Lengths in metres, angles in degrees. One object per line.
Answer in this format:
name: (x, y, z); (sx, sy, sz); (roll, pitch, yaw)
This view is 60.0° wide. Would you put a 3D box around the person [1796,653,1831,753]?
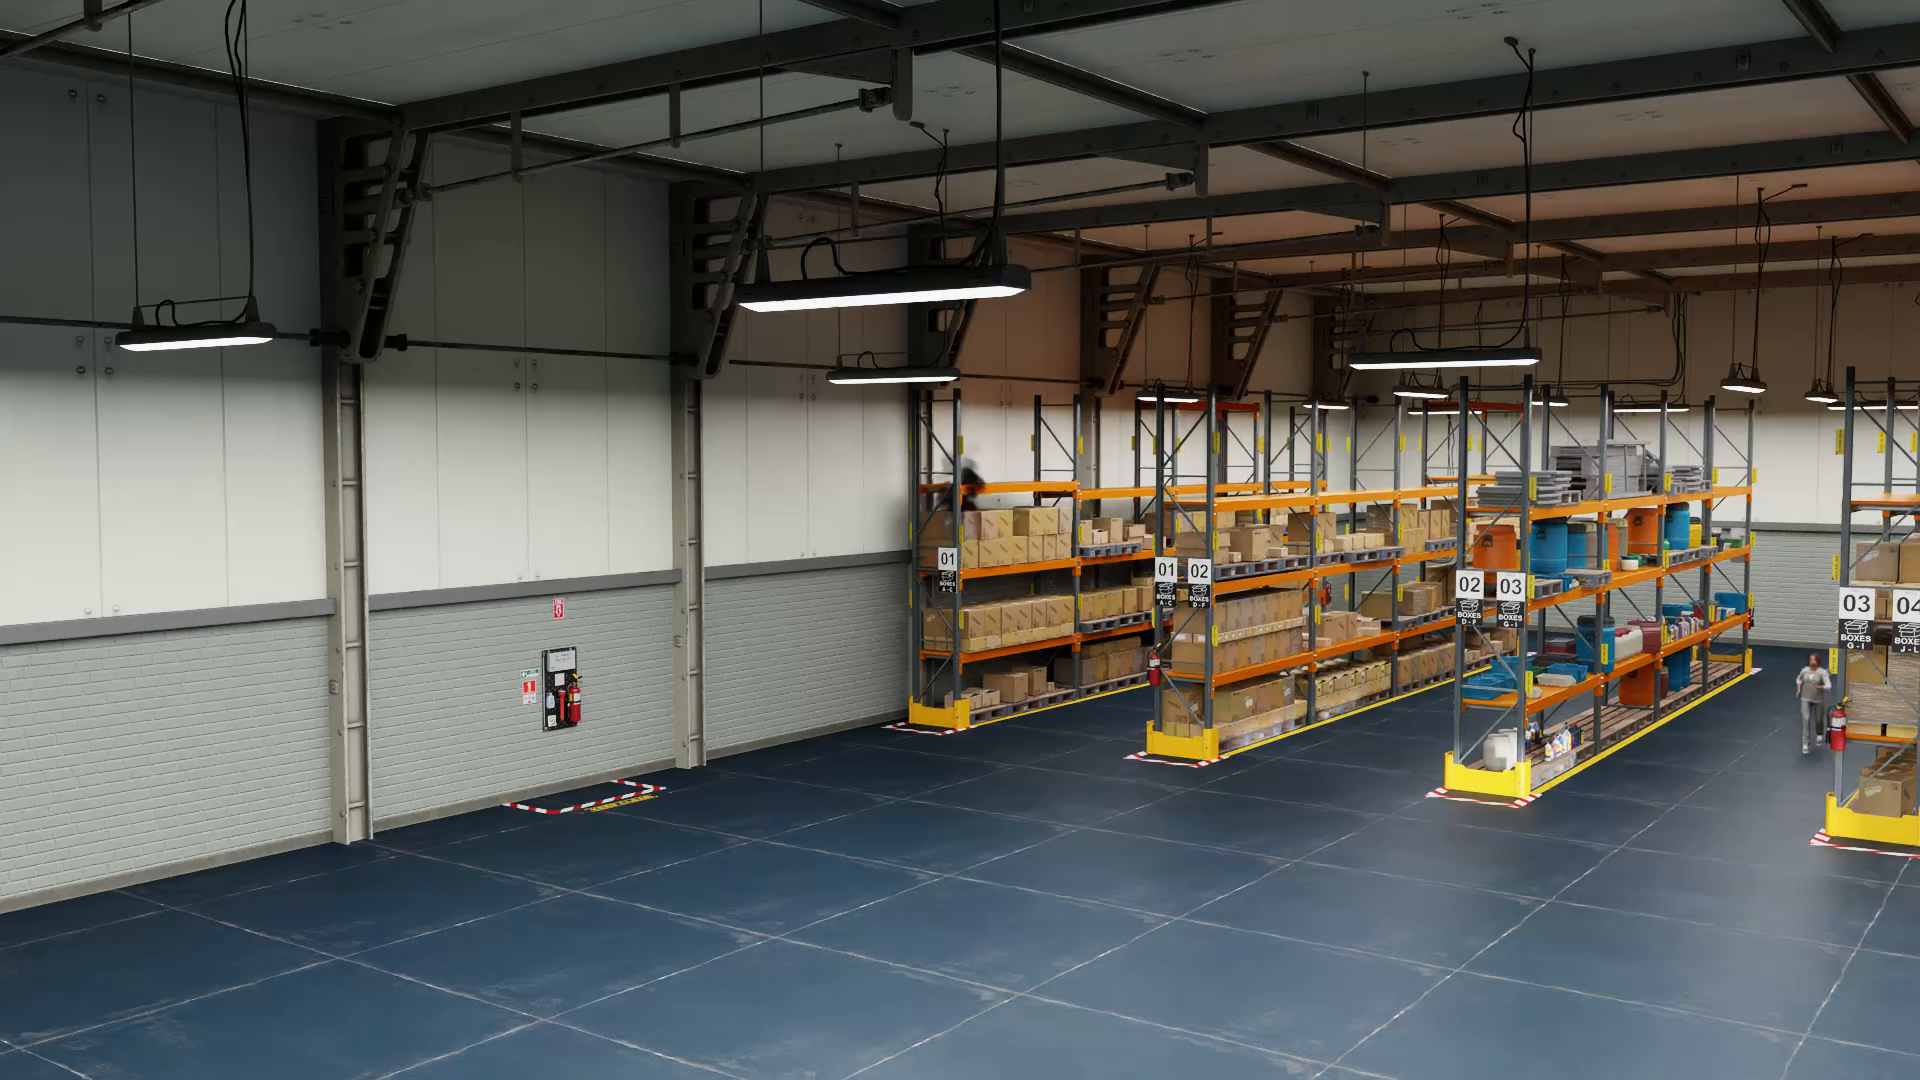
person: (13.912, 2.638, 27.131); (0.537, 1.585, 0.894); (2, 4, 34)
